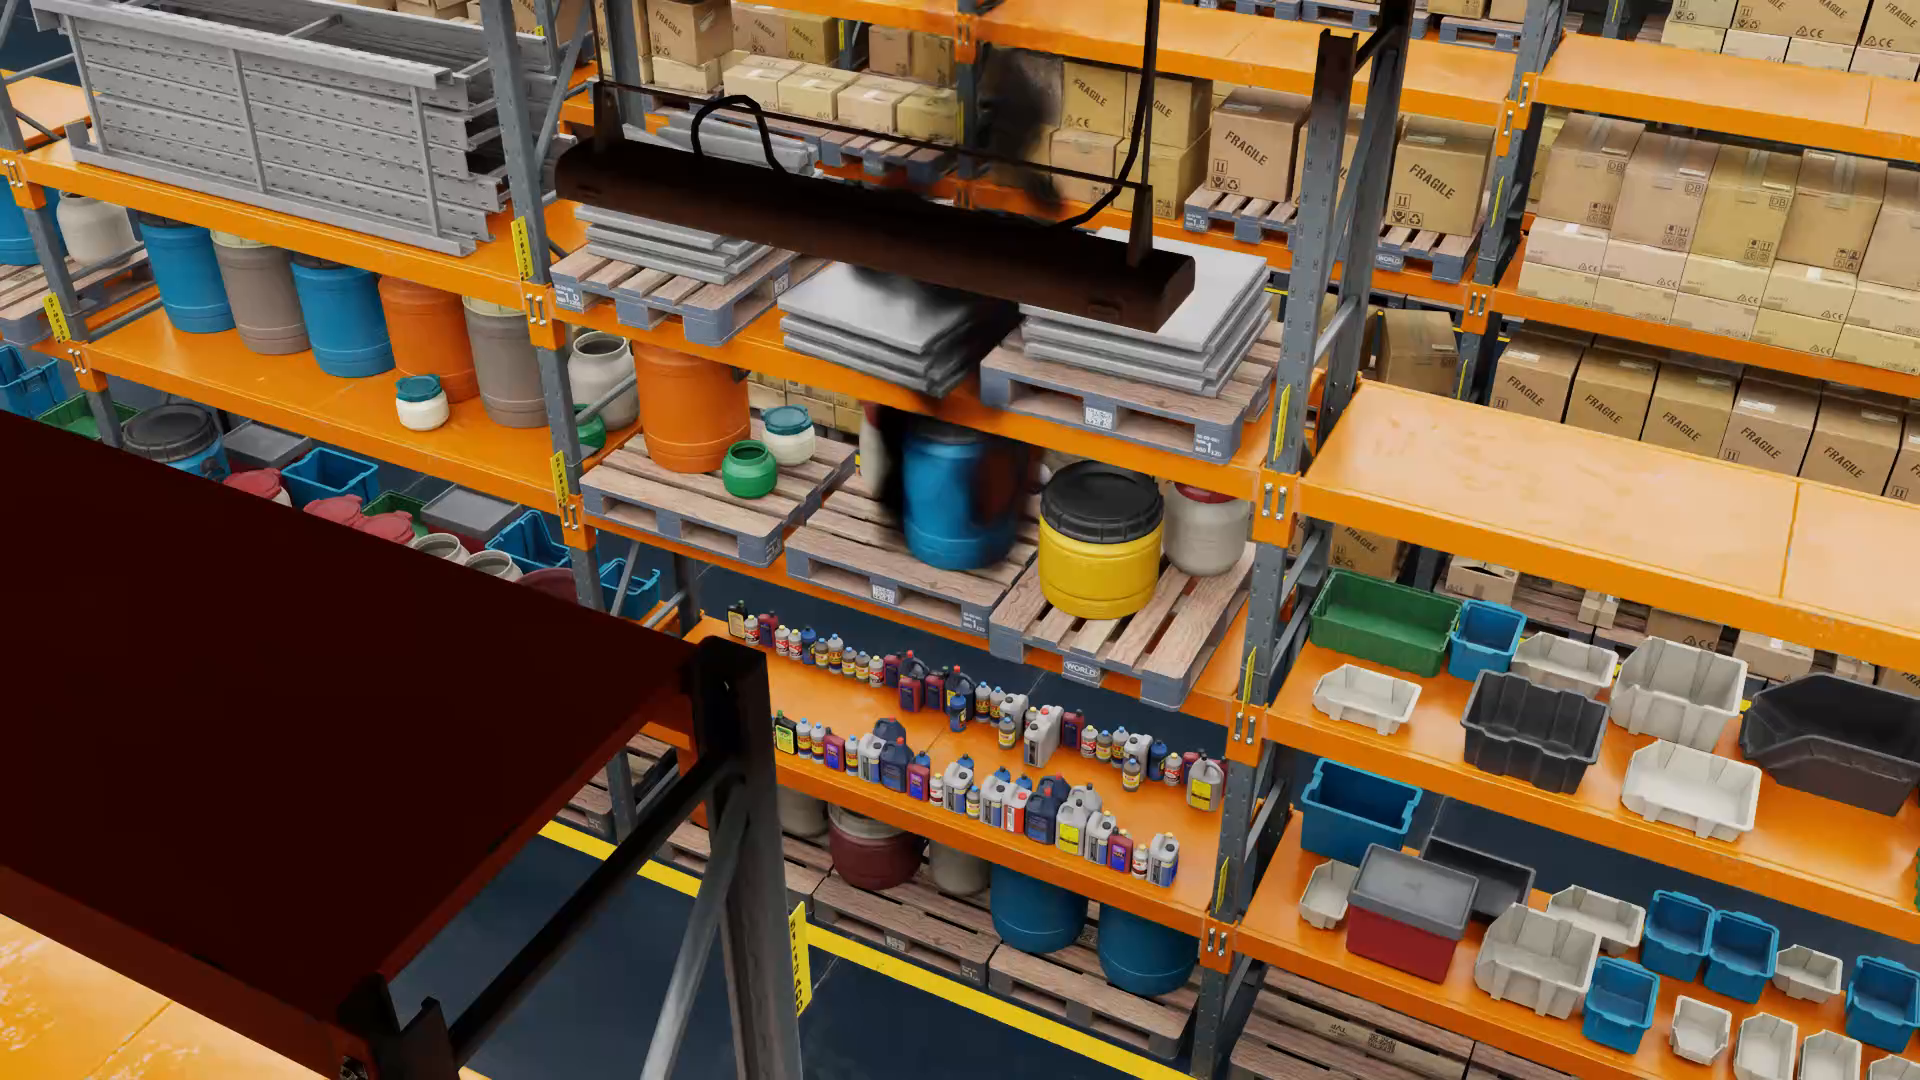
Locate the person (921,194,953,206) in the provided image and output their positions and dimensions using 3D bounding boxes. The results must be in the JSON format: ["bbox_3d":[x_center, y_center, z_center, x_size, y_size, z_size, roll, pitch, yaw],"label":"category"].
[{"bbox_3d":[-0.307,-2.861,16.410,0.650,1.735,0.635,13,37,18],"label":"person"}]

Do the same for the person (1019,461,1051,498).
[{"bbox_3d":[0.569,0.143,12.230,0.918,1.664,0.609,8,36,12],"label":"person"}]
